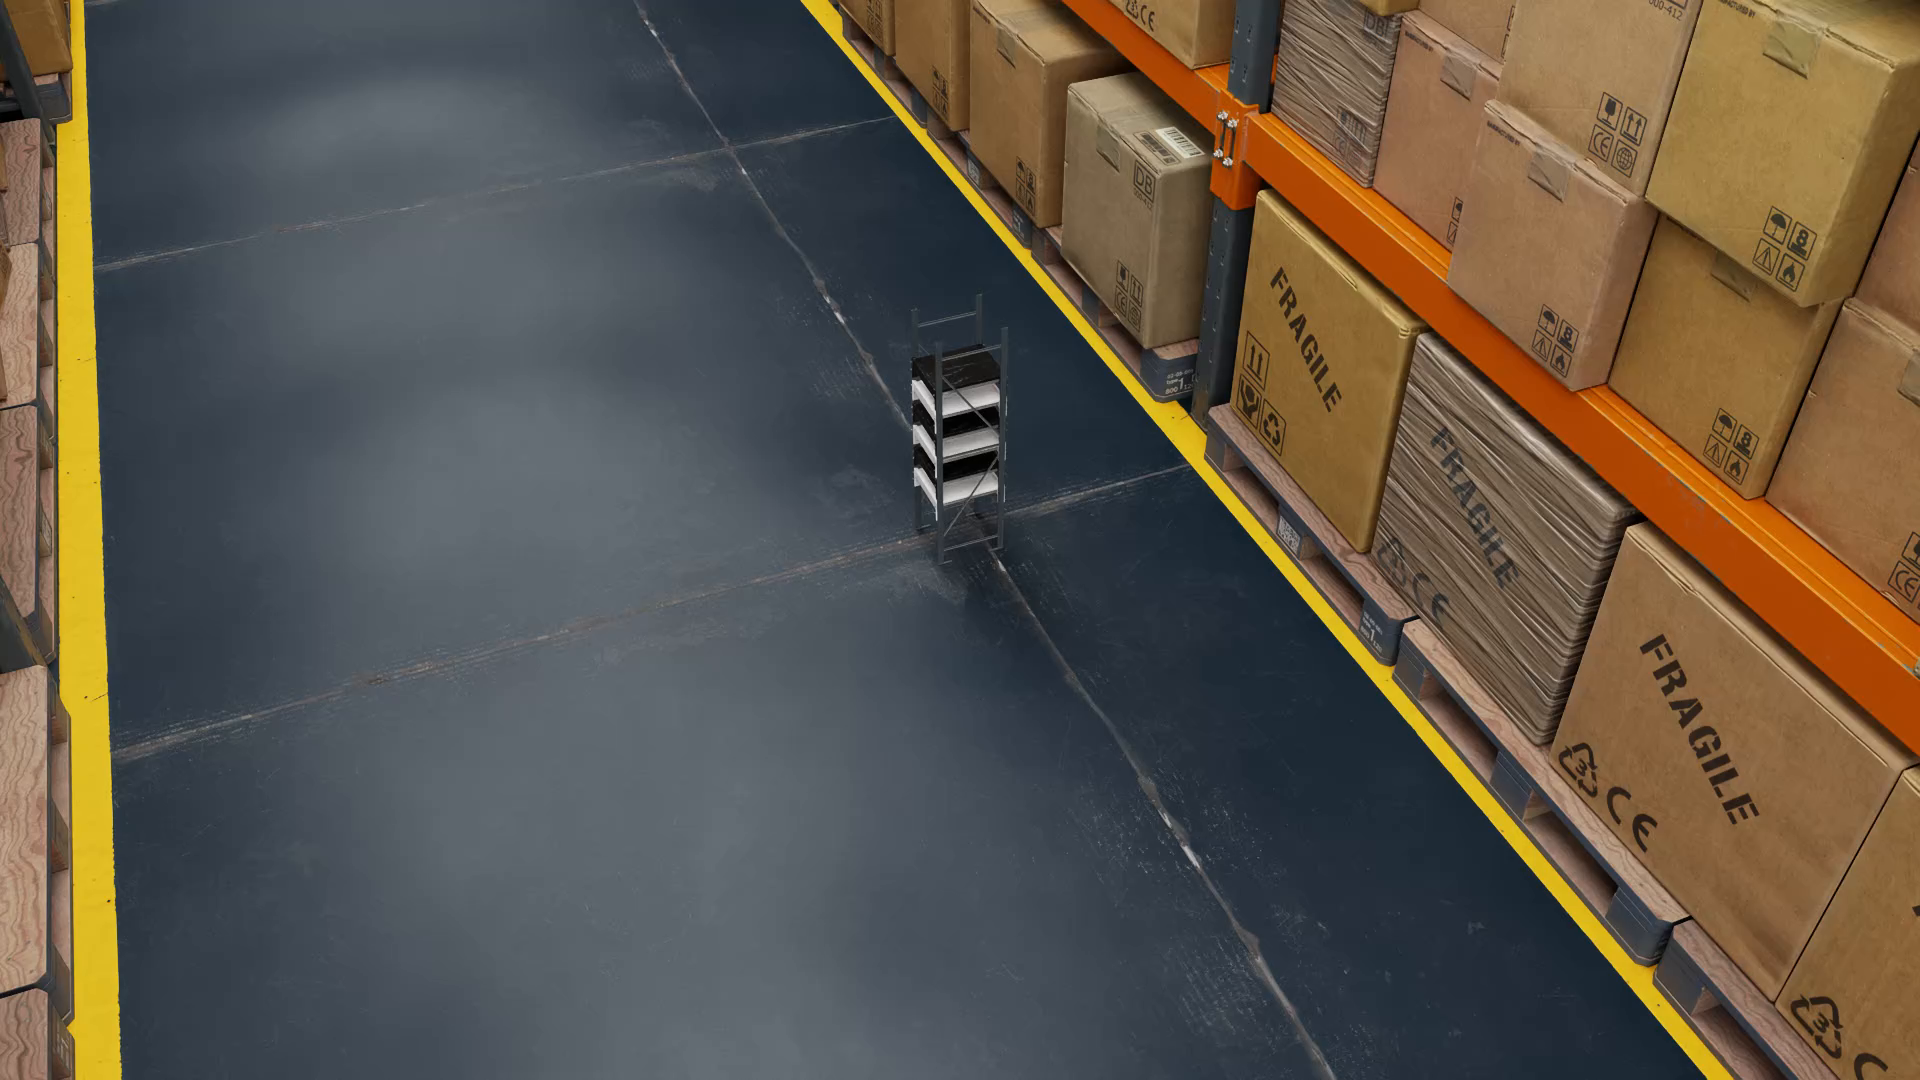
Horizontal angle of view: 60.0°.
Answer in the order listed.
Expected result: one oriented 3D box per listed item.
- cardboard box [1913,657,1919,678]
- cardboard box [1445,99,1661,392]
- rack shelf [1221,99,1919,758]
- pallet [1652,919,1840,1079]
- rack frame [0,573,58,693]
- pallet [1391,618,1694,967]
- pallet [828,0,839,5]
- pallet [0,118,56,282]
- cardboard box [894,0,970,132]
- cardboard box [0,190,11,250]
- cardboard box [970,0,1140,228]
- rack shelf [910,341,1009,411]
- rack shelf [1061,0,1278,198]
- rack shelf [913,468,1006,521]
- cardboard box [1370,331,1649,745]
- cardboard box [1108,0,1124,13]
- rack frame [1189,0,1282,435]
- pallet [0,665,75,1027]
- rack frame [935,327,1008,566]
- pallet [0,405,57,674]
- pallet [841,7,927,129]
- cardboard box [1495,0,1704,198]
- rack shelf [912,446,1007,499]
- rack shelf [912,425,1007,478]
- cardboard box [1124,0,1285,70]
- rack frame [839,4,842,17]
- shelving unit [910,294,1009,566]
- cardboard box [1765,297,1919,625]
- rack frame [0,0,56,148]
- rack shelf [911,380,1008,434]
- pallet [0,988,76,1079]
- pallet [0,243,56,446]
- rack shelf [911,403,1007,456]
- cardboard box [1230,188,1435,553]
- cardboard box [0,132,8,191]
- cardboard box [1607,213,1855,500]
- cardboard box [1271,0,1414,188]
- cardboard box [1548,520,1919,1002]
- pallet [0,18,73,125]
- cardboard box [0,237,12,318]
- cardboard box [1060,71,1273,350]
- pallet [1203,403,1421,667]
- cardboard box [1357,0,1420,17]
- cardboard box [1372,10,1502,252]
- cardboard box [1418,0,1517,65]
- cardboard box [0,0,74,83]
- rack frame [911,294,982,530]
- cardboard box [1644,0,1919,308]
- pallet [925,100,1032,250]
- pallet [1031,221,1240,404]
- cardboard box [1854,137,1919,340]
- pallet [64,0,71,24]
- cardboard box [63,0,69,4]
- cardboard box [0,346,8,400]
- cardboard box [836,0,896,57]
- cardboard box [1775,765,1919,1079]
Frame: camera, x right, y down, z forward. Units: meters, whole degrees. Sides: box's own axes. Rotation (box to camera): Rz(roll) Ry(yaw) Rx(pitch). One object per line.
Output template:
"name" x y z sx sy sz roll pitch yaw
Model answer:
"cardboard box" 2.470 0.122 3.192 0.875 0.550 0.550 -15 43 -17
"cardboard box" 1.836 -0.850 4.322 0.875 0.550 0.550 -15 43 -17
"rack shelf" 2.119 -0.215 4.251 1.077 0.370 4.000 -15 43 -17
"pallet" 2.506 1.313 4.062 1.003 0.211 1.213 -15 43 -17
"rack frame" -3.267 -0.516 4.049 1.000 3.000 0.127 -15 43 -17
"pallet" 2.044 0.579 4.915 1.003 0.211 1.213 -15 43 -17
"pallet" -0.474 -3.516 9.676 1.003 0.211 1.213 -15 43 -17
"pallet" -4.500 -1.397 7.213 1.003 0.211 1.213 -15 43 -17
"cardboard box" 0.311 -2.493 7.752 1.050 0.750 0.750 -14 43 -16
"cardboard box" -4.299 -1.415 6.674 0.700 0.500 0.500 -19 44 -20
"cardboard box" 0.668 -1.932 7.099 1.050 0.750 0.750 -15 43 -17
"rack shelf" -0.003 -0.526 5.308 0.258 0.077 0.200 -15 43 -17
"rack shelf" 0.589 -2.624 7.053 1.077 0.370 4.000 -15 43 -17
"rack shelf" -0.003 -0.184 5.601 0.258 0.077 0.200 -15 43 -17
"cardboard box" 1.879 -0.107 4.882 0.875 0.875 0.875 -15 43 -17
"cardboard box" 0.714 -2.282 6.027 0.500 0.500 0.500 -16 43 -17
"rack frame" 1.354 -1.692 5.417 1.000 3.000 0.127 -15 43 -17
"pallet" -2.977 0.937 4.498 1.003 0.211 1.213 -15 43 -17
"rack frame" 0.036 -0.285 5.391 0.240 0.900 0.006 -15 43 -17
"pallet" -3.566 0.073 5.503 1.003 0.211 1.213 -15 43 -17
"pallet" 0.056 -2.551 8.554 1.003 0.211 1.213 -15 43 -17
"cardboard box" 1.861 -1.266 3.978 0.875 0.550 0.550 -15 43 -17
"rack shelf" -0.003 -0.253 5.543 0.258 0.077 0.200 -15 43 -17
"rack shelf" -0.003 -0.321 5.484 0.258 0.077 0.200 -15 43 -17
"cardboard box" 0.908 -1.978 5.673 0.500 0.500 0.500 -15 43 -17
"rack frame" -0.176 -4.102 8.219 1.000 3.000 0.127 -15 43 -17
"shelving unit" -0.003 -0.346 5.462 0.258 0.900 0.210 -15 43 -17
"cardboard box" 2.372 -0.246 3.621 0.875 0.550 0.550 -15 43 -17
"rack frame" -4.797 -2.925 6.851 1.000 3.000 0.127 -15 43 -17
"rack shelf" -0.003 -0.457 5.367 0.258 0.077 0.200 -15 43 -17
"pallet" -2.507 1.673 3.642 1.003 0.211 1.213 -15 43 -17
"pallet" -4.037 -0.663 6.359 1.003 0.211 1.213 -15 43 -17
"rack shelf" -0.003 -0.389 5.425 0.258 0.077 0.200 -15 43 -17
"cardboard box" 1.530 -0.650 5.512 0.875 0.875 0.875 -14 43 -16
"cardboard box" -4.523 -1.746 7.059 0.700 0.500 0.500 -17 44 -19
"cardboard box" 2.131 -0.555 3.980 0.875 0.550 0.500 -15 43 -17
"cardboard box" 1.506 -1.530 5.113 0.875 0.550 0.550 -15 43 -17
"cardboard box" 2.226 0.442 4.243 0.875 0.875 0.875 -16 43 -18
"pallet" -5.030 -2.362 8.335 1.003 0.211 1.213 -15 43 -17
"cardboard box" -4.075 -1.075 6.279 0.700 0.500 0.500 -12 42 -13
"cardboard box" 1.034 -1.350 6.423 1.050 0.750 0.750 -15 43 -17
"pallet" 1.573 -0.157 5.771 1.003 0.211 1.213 -15 43 -17
"cardboard box" 1.464 -1.928 4.748 0.875 0.550 0.550 -15 43 -17
"cardboard box" 1.738 -1.204 4.735 0.875 0.550 0.550 -15 43 -17
"cardboard box" 1.781 -1.625 4.396 0.875 0.550 0.550 -15 43 -17
"cardboard box" -5.042 -2.700 7.897 1.225 0.875 0.875 -17 44 -19
"rack frame" -0.042 -0.407 5.534 0.240 0.900 0.006 -15 43 -17
"cardboard box" 2.071 -0.949 3.609 0.875 0.550 0.500 -15 43 -17
"pallet" 0.519 -1.817 7.701 1.003 0.211 1.213 -15 43 -17
"pallet" 0.989 -1.081 6.845 1.003 0.211 1.213 -15 43 -17
"cardboard box" 2.394 -0.662 3.276 0.875 0.550 0.550 -15 43 -17
"pallet" -5.492 -3.096 9.188 1.003 0.211 1.213 -15 43 -17
"cardboard box" -5.376 -3.239 8.523 1.225 0.875 0.875 -15 43 -17
"cardboard box" -3.862 -0.739 5.888 0.700 0.500 0.500 -19 44 -20
"cardboard box" -0.026 -3.019 8.363 1.050 0.750 0.750 -16 43 -17
"cardboard box" 2.564 0.972 3.627 0.875 0.875 0.875 -15 43 -17
